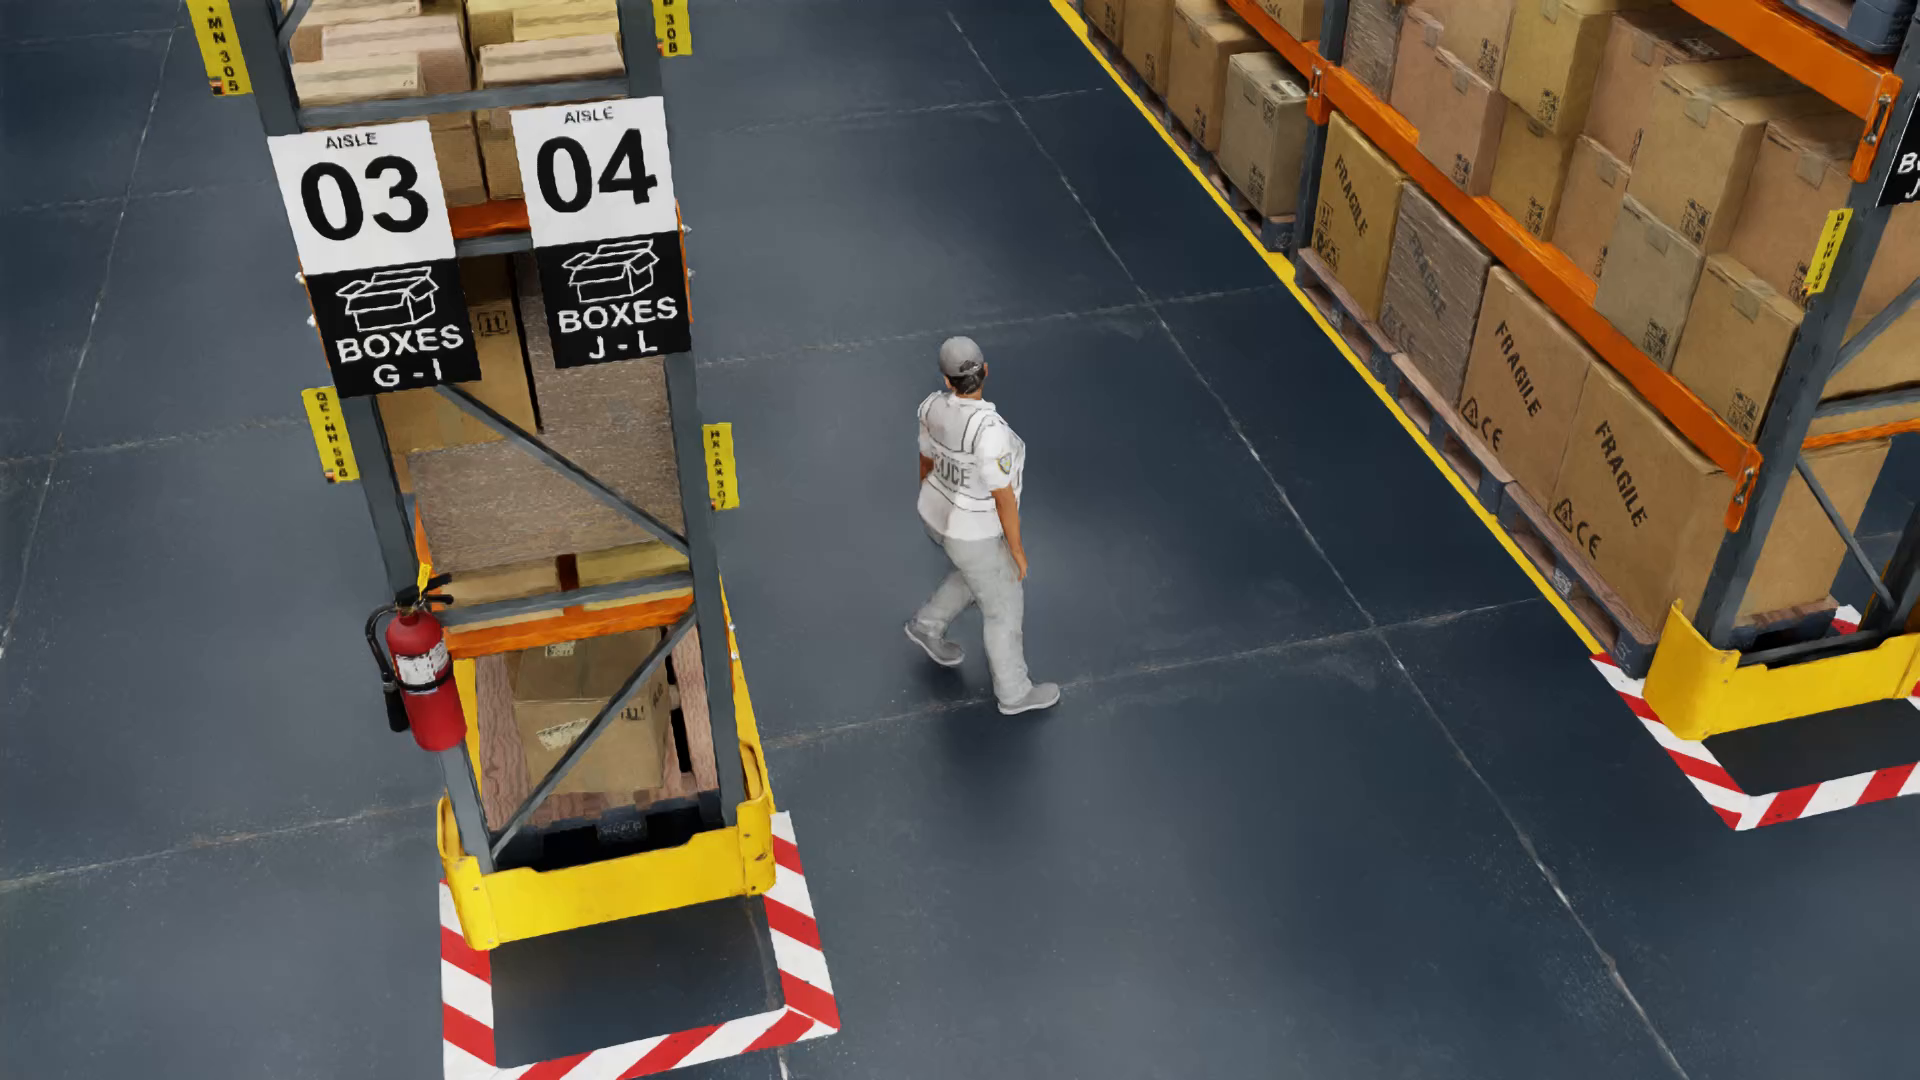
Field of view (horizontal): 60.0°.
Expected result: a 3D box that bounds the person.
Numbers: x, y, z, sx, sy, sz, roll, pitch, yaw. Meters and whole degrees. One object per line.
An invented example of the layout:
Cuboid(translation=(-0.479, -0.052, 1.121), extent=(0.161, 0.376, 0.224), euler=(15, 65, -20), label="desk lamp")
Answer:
Cuboid(translation=(0.101, -0.046, 6.796), extent=(0.465, 1.629, 0.650), euler=(-19, 42, -22), label="person")
